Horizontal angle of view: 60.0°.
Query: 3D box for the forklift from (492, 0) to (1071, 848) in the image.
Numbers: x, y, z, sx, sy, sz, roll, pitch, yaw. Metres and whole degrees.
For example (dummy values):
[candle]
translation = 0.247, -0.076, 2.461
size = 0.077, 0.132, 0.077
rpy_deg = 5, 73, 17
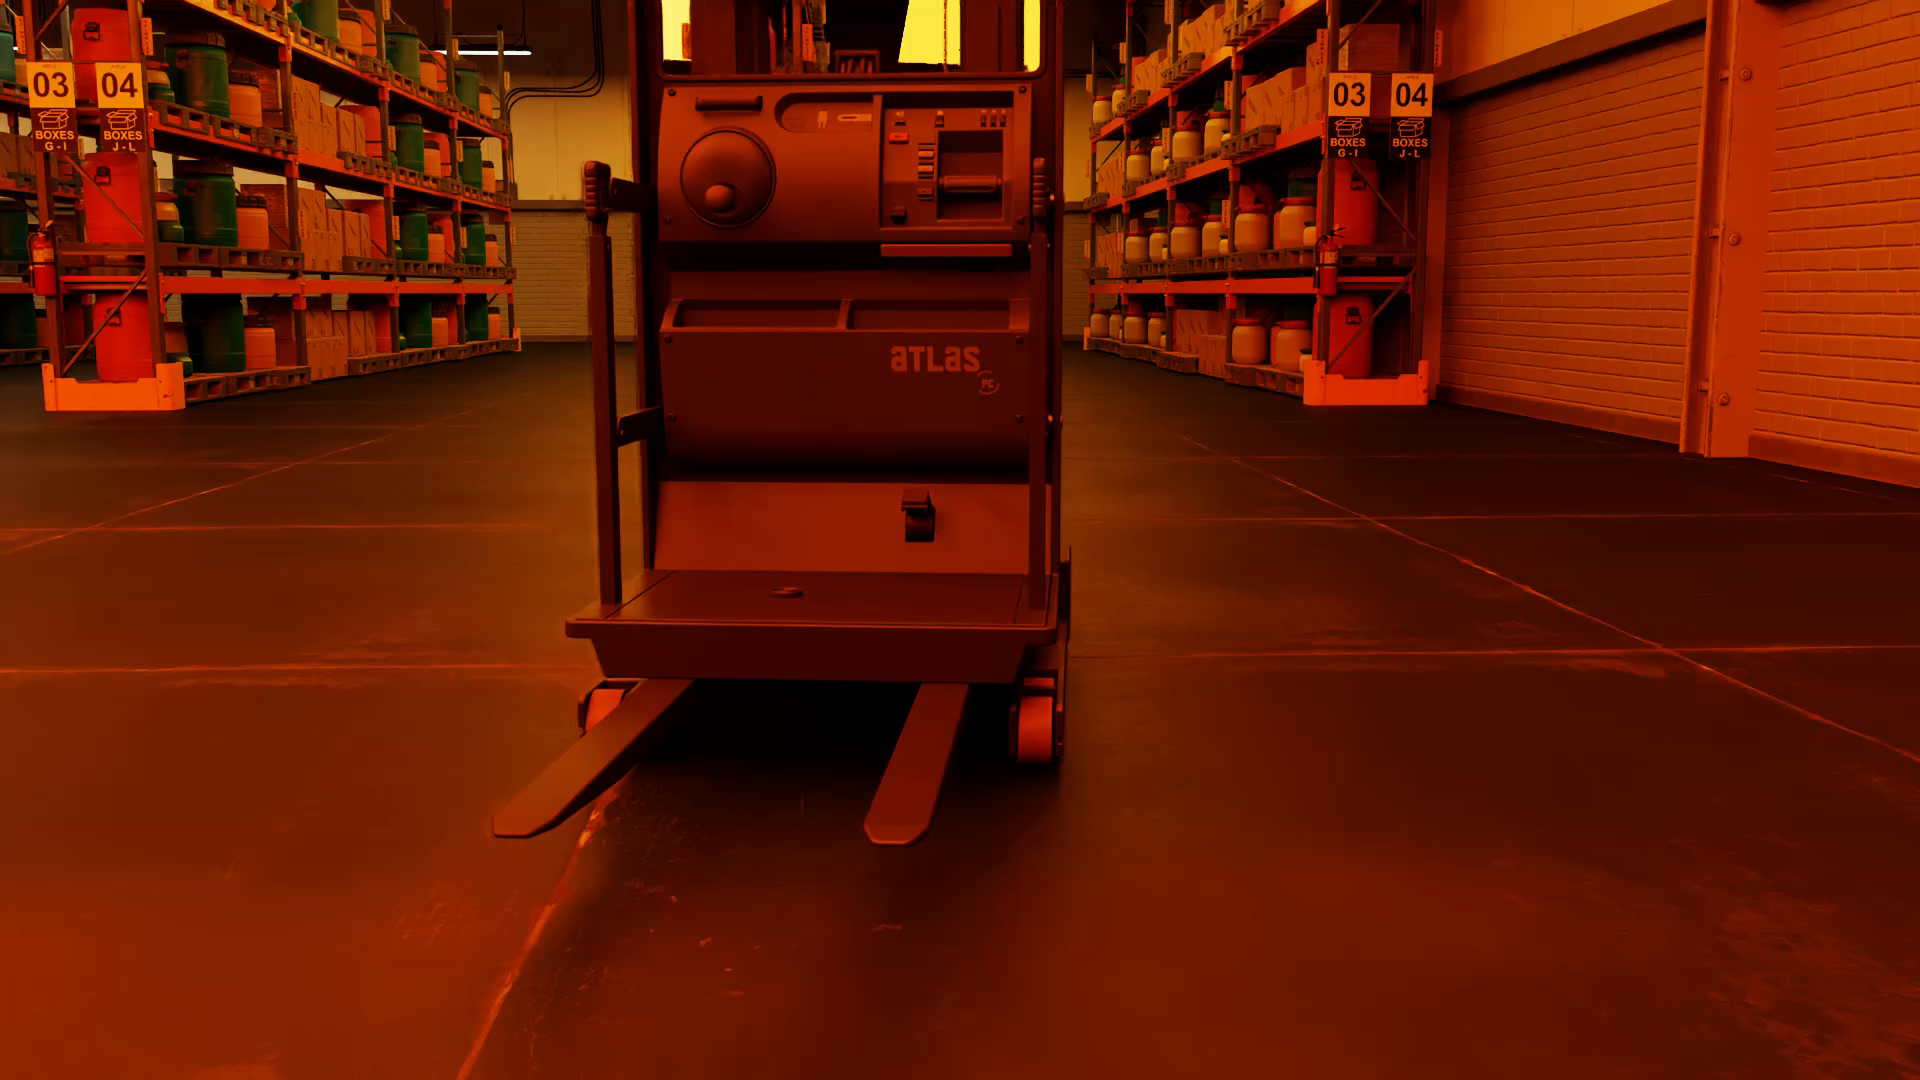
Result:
[forklift]
translation = -0.299, -0.980, 3.931
size = 1.130, 2.935, 3.031
rpy_deg = 1, 8, 4
